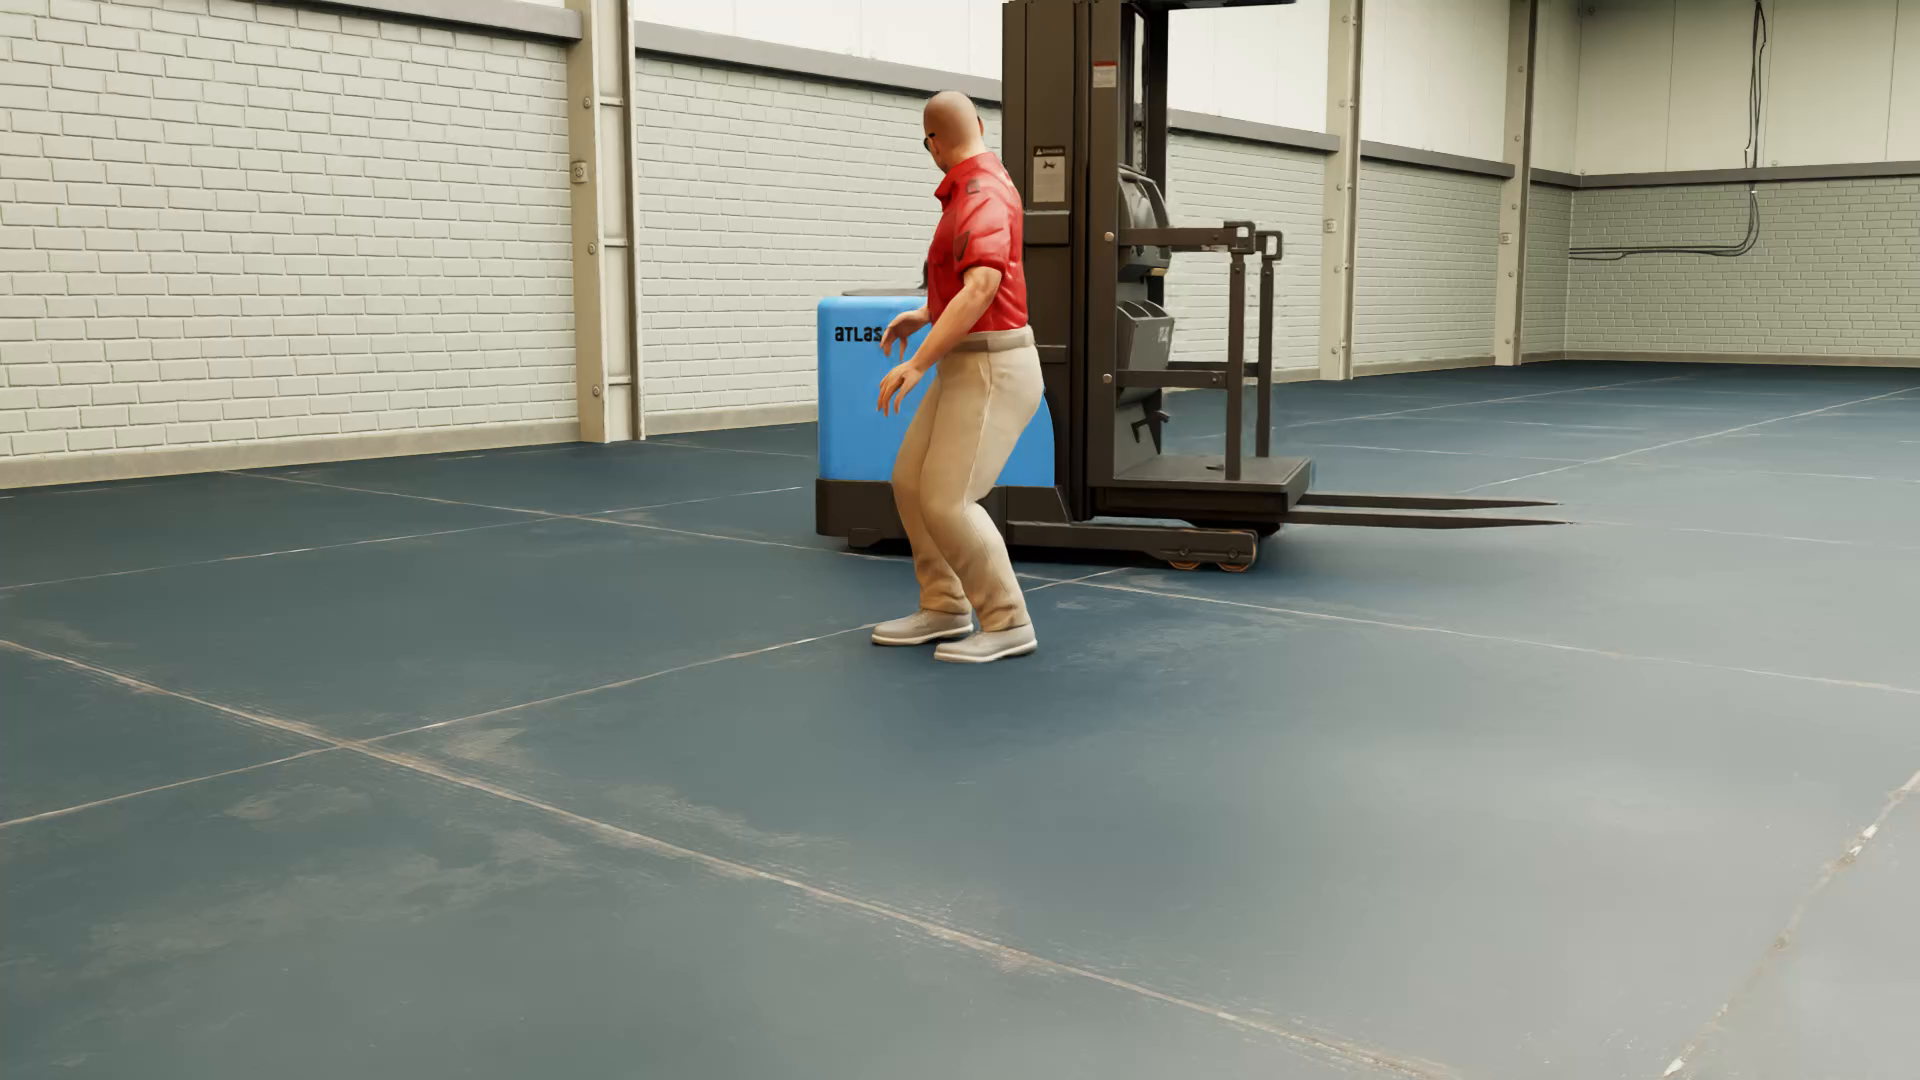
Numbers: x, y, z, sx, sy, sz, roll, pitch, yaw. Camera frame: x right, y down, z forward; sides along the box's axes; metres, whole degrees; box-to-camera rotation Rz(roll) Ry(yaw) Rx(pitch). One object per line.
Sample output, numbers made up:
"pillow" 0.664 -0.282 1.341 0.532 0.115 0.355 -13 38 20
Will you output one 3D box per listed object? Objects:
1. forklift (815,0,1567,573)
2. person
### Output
"forklift" 0.960 -1.408 6.905 3.031 2.935 1.130 3 9 17
"person" -0.008 -0.479 4.980 0.515 1.681 0.763 -1 8 -5
